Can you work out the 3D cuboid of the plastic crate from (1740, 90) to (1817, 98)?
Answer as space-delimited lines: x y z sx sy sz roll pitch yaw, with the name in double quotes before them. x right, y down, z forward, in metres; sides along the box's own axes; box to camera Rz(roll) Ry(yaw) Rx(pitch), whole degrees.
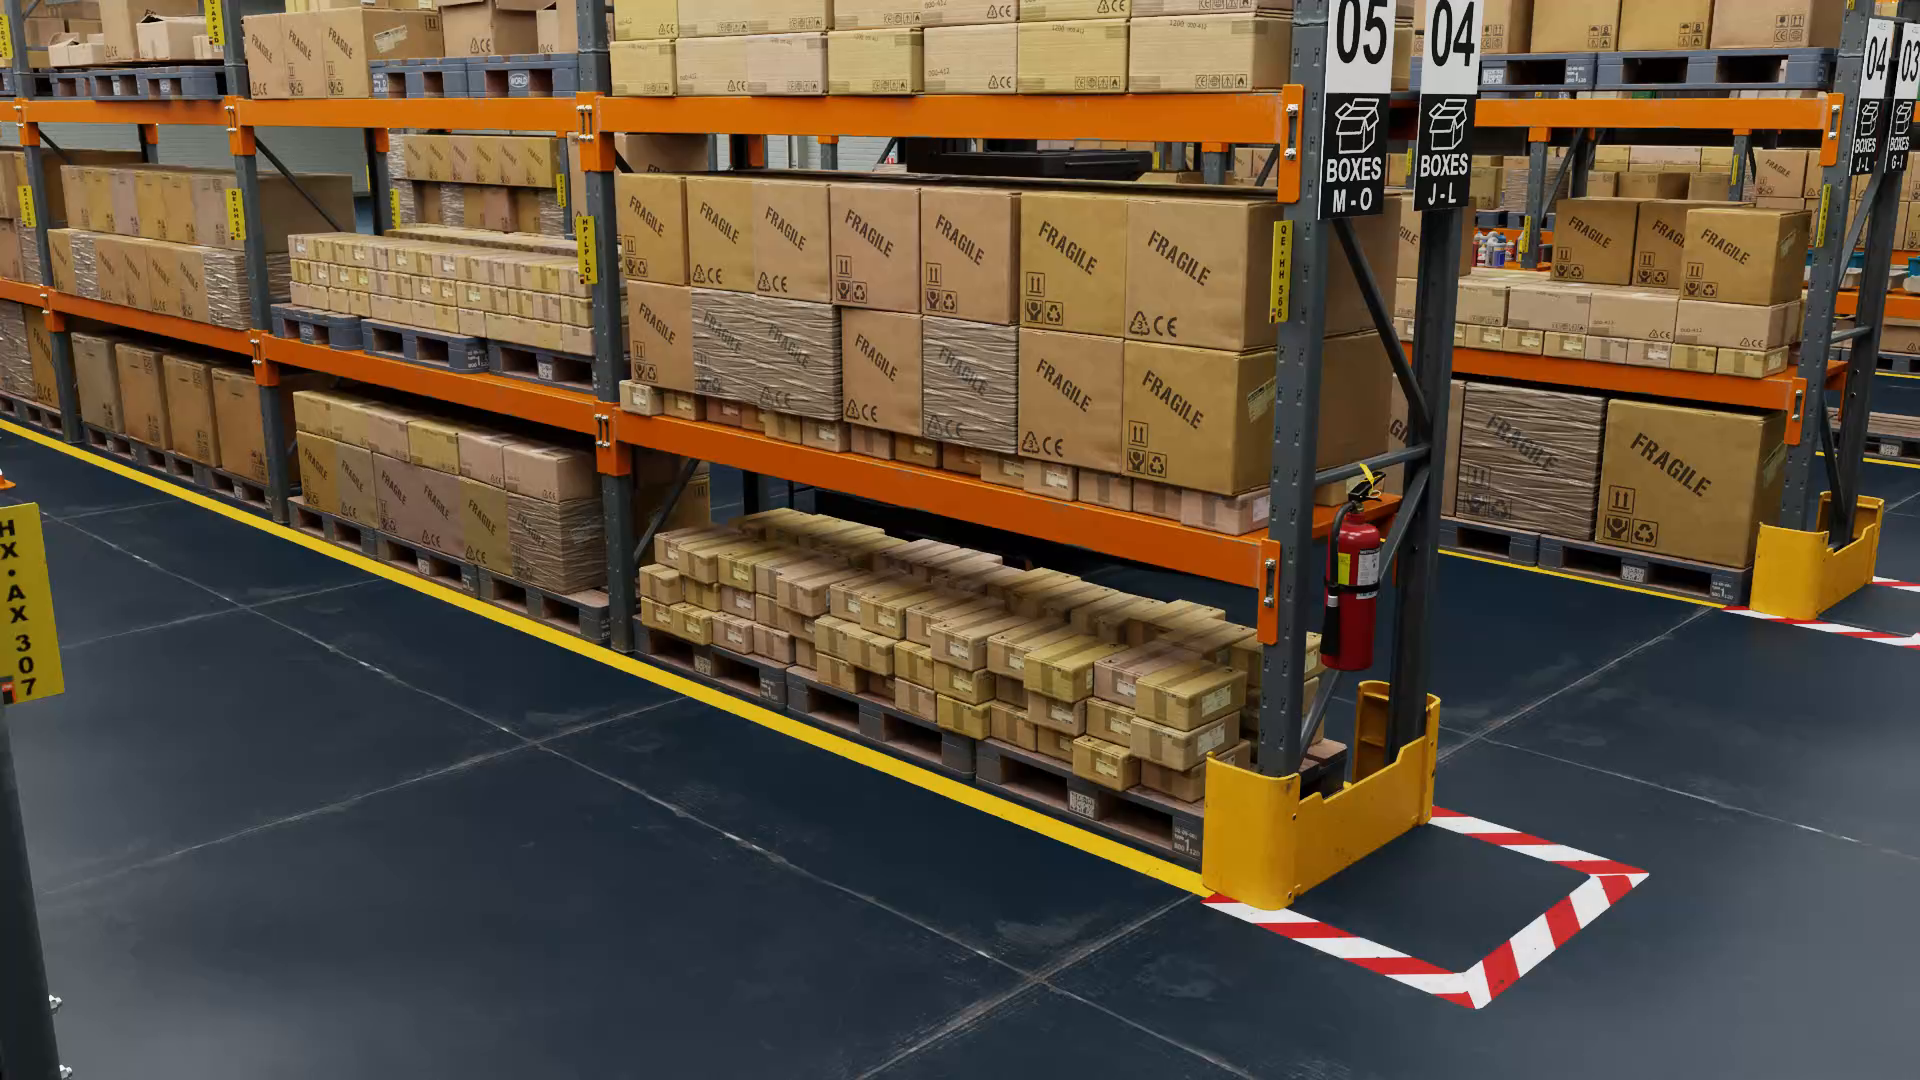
"plastic crate" 6.736 -3.676 13.664 0.530 0.136 0.437 14 20 42

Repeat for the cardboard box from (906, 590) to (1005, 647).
"cardboard box" -0.018 0.352 7.275 0.250 0.149 0.380 13 19 40

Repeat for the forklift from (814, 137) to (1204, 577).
"forklift" 0.475 -1.283 10.170 3.031 2.867 1.129 12 19 39

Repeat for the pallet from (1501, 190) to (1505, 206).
"pallet" 8.926 -5.246 25.497 1.003 0.211 1.213 14 20 42

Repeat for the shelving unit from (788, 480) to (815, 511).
"shelving unit" -0.879 -1.204 11.387 0.503 2.100 0.431 12 19 39

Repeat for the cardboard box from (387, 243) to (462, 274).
"cardboard box" -3.171 -1.677 9.906 0.380 0.149 0.250 -14 20 -42

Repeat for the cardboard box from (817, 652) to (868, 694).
"cardboard box" -0.436 0.564 7.638 0.250 0.149 0.380 13 19 41

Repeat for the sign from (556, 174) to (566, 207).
"sign" -4.052 -3.555 16.911 0.005 0.325 0.100 14 20 42

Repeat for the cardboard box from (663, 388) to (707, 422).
"cardboard box" -1.223 -0.691 8.135 0.380 0.149 0.250 -14 20 -43

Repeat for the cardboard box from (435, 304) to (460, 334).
"cardboard box" -2.801 -1.296 9.623 0.380 0.149 0.250 -13 20 -42

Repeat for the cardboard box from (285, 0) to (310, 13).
"cardboard box" -3.846 -3.313 10.032 0.258 0.266 0.396 14 20 42

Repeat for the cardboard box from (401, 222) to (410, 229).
"cardboard box" -6.354 -3.674 19.583 0.250 0.149 0.380 14 20 42

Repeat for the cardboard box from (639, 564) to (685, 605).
"cardboard box" -1.398 0.200 8.446 0.380 0.149 0.250 -13 20 -42

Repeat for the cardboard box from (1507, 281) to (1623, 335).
"cardboard box" 3.693 -1.422 10.148 0.500 0.250 0.500 13 19 40

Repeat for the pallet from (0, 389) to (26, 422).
"pallet" -8.572 -1.365 15.753 1.213 0.211 1.003 14 20 42

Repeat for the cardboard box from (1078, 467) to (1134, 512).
"cardboard box" 0.667 -0.229 6.361 0.250 0.149 0.380 13 20 42

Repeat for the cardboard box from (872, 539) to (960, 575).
"cardboard box" -0.213 0.120 8.164 0.250 0.149 0.380 12 19 40

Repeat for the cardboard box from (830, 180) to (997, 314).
"cardboard box" -0.188 -1.235 6.951 0.500 0.500 0.500 13 19 40

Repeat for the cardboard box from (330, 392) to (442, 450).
"cardboard box" -3.623 -0.757 10.525 0.500 0.250 0.500 13 20 42

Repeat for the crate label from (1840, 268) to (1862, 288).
"crate label" 7.267 -2.144 13.616 0.243 0.136 0.396 14 20 42

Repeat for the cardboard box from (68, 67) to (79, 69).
"cardboard box" -7.410 -4.106 14.258 0.250 0.149 0.380 14 20 42

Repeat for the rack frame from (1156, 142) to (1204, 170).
"rack frame" 3.198 -5.034 24.302 0.127 3.000 1.000 14 20 42

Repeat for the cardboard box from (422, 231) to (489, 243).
"cardboard box" -3.278 -1.930 10.877 0.380 0.149 0.250 -14 20 -42

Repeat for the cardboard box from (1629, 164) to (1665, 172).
"cardboard box" 10.056 -5.211 24.153 0.500 0.500 0.500 -14 20 -42

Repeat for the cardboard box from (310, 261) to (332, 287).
"cardboard box" -3.911 -1.711 10.626 0.380 0.149 0.250 -13 20 -42

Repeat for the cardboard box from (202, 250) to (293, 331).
"cardboard box" -4.827 -1.732 11.432 0.500 0.500 0.500 14 20 42

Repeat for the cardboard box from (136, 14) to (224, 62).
"cardboard box" -5.277 -3.442 11.390 0.500 0.311 0.500 14 20 42

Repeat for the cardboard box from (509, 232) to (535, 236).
"cardboard box" -4.609 -3.223 17.850 0.250 0.149 0.380 14 20 42

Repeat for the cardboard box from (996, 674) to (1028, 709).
"cardboard box" 0.367 0.582 6.981 0.250 0.149 0.380 13 20 42

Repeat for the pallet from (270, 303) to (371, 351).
"pallet" -3.730 -1.455 10.949 1.003 0.211 1.213 14 20 42

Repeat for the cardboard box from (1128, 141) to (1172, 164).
"cardboard box" 2.874 -5.786 24.420 0.500 0.500 0.700 14 20 42

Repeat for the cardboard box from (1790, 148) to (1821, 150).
"cardboard box" 9.501 -4.124 18.631 0.500 0.500 0.500 14 20 42

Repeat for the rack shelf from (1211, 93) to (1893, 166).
"rack shelf" 3.518 -2.590 10.399 4.000 0.370 1.077 14 20 42

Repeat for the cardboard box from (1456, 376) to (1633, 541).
"cardboard box" 3.786 -0.568 10.544 0.875 0.875 0.875 14 20 42

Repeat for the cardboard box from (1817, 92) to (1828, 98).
"cardboard box" 9.492 -4.794 17.732 0.500 0.250 0.500 14 20 42

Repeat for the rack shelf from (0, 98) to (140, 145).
"rack shelf" -8.636 -3.807 15.072 4.000 0.370 1.077 14 20 42

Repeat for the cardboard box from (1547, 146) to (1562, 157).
"cardboard box" 9.002 -5.917 25.335 0.250 0.149 0.380 10 17 33

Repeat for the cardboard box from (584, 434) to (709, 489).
"cardboard box" -1.786 -0.487 9.491 0.500 0.250 0.500 13 19 40

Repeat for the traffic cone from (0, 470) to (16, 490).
"traffic cone" -7.279 -0.617 12.384 0.334 0.463 0.336 14 20 42

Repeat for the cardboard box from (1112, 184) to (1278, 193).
"cardboard box" 0.936 -1.144 6.601 0.500 0.500 0.500 -14 20 -43

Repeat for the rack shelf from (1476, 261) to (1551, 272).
"rack shelf" 4.076 -2.737 16.915 4.000 0.370 1.077 14 20 42

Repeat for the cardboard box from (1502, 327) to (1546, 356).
"cardboard box" 3.549 -1.241 10.244 0.250 0.149 0.380 14 20 42

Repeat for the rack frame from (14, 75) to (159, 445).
"rack frame" -7.196 -2.354 14.016 0.127 3.000 1.000 14 20 42

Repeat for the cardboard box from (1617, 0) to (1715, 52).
"cardboard box" 4.225 -3.089 9.661 0.500 0.500 0.700 13 19 40

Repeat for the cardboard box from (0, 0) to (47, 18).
"cardboard box" -7.681 -4.327 13.527 0.250 0.149 0.380 13 20 42

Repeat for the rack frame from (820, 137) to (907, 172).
"rack frame" -0.801 -2.536 14.717 0.127 3.000 1.000 14 20 42

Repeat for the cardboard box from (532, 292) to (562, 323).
"cardboard box" -2.051 -1.259 8.890 0.250 0.149 0.380 14 20 43

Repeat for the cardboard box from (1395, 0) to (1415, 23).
"cardboard box" 1.299 -2.000 6.016 0.500 0.250 0.500 14 20 43
